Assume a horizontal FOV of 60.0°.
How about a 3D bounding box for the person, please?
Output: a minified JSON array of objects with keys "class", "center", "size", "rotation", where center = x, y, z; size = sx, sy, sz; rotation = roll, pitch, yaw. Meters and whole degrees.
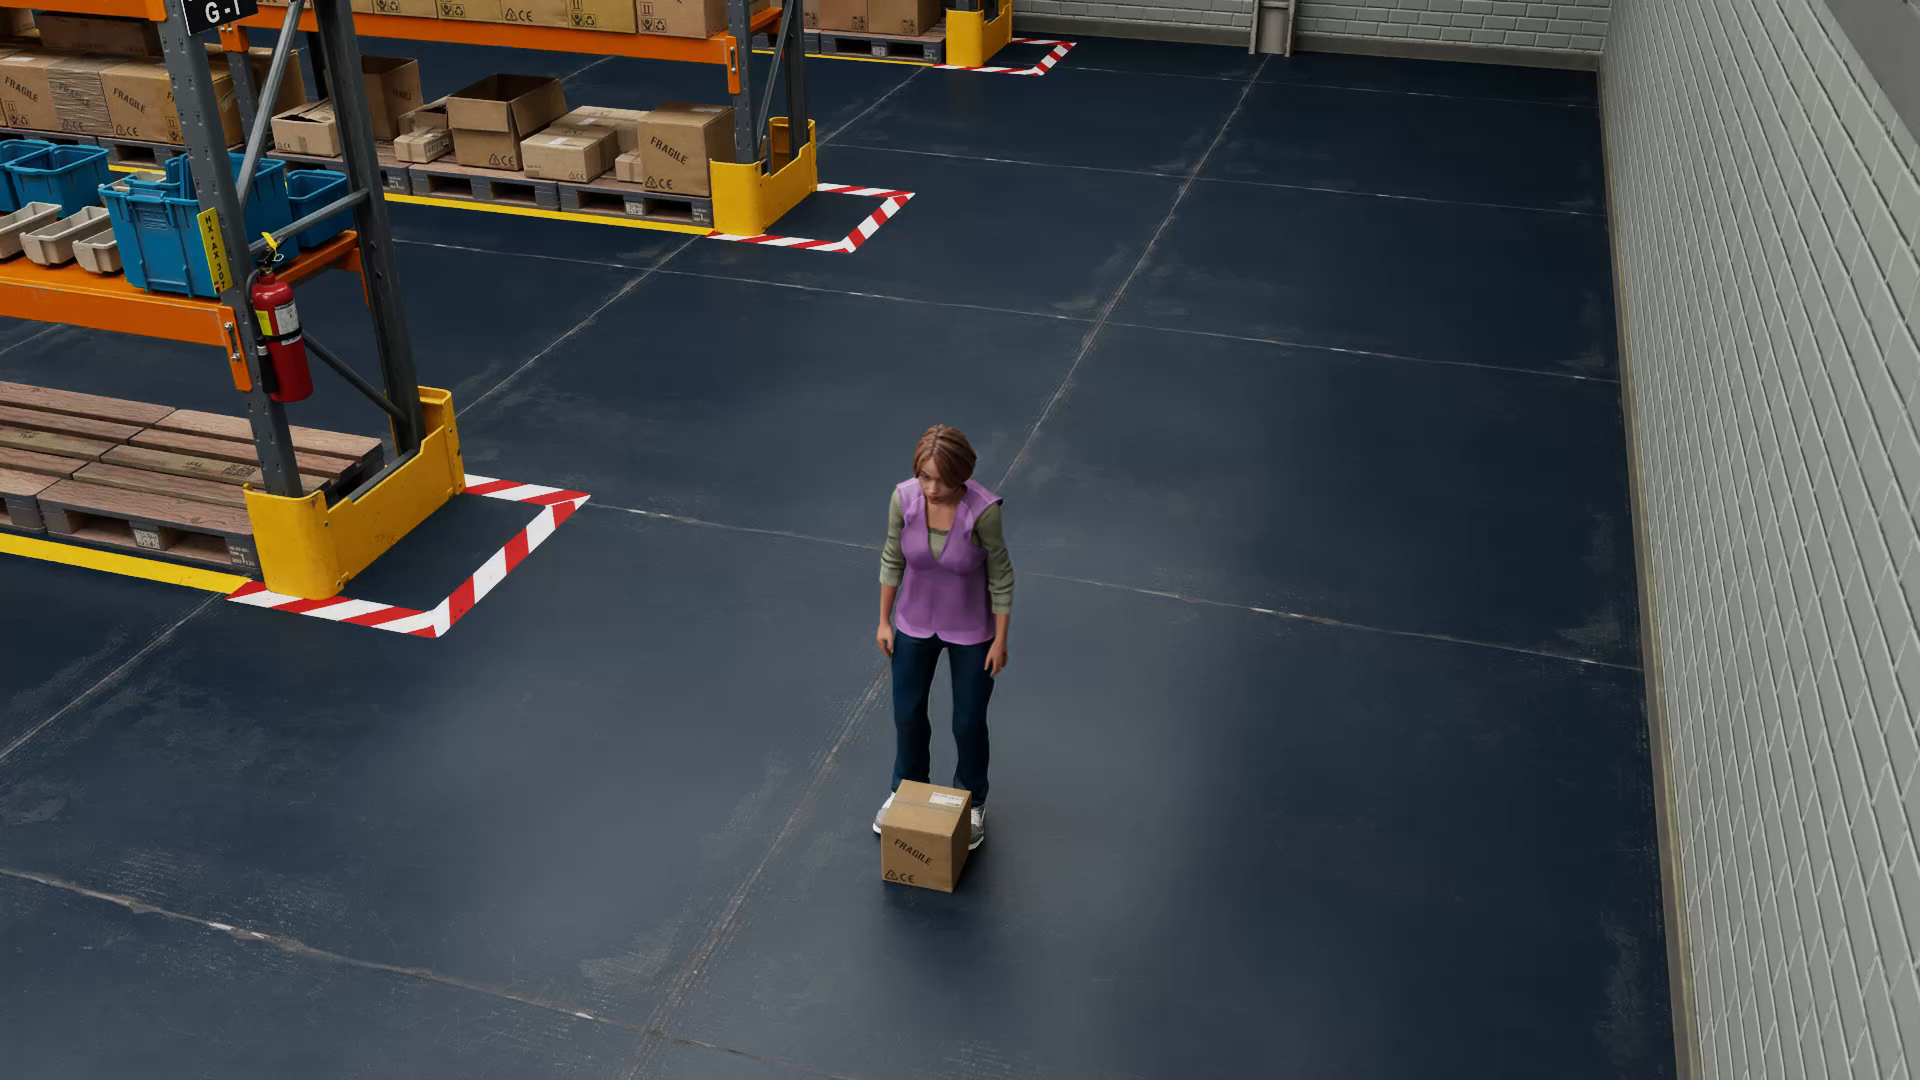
[{"class":"person","center":[-0.051,0.400,5.637],"size":[0.467,1.393,0.334],"rotation":[8,31,14]}]
